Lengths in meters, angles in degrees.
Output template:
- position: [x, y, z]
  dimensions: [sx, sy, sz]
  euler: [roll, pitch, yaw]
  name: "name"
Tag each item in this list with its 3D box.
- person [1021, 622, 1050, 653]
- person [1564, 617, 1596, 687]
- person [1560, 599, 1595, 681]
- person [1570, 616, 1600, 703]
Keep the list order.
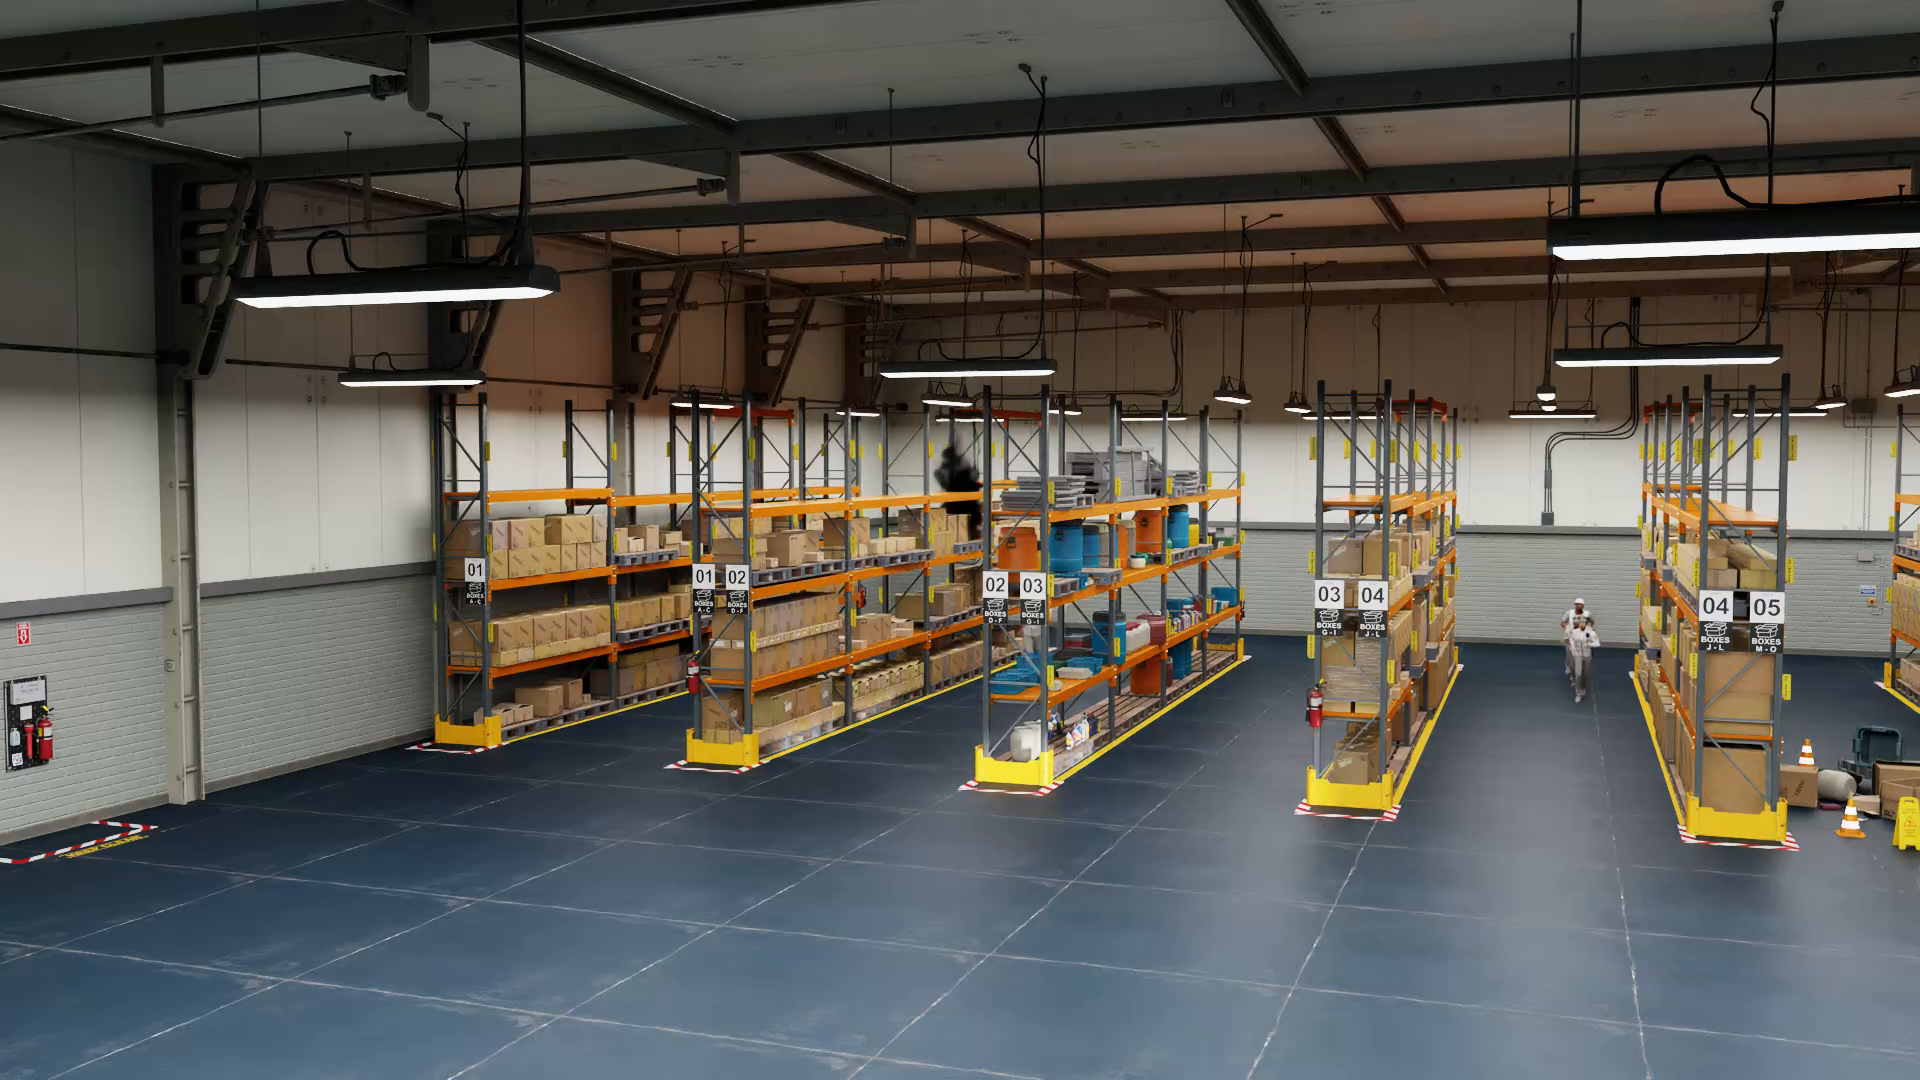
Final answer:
- position: [1.544, 1.985, 34.587]
  dimensions: [0.660, 1.841, 0.850]
  euler: [1, 3, 16]
  name: "person"
- position: [13.075, 2.360, 35.083]
  dimensions: [0.601, 1.539, 0.887]
  euler: [1, 3, 25]
  name: "person"
- position: [13.554, 2.167, 36.521]
  dimensions: [0.700, 1.779, 0.916]
  euler: [1, 3, 24]
  name: "person"
- position: [12.561, 2.384, 33.447]
  dimensions: [0.586, 1.743, 0.805]
  euler: [1, 3, 24]
  name: "person"
